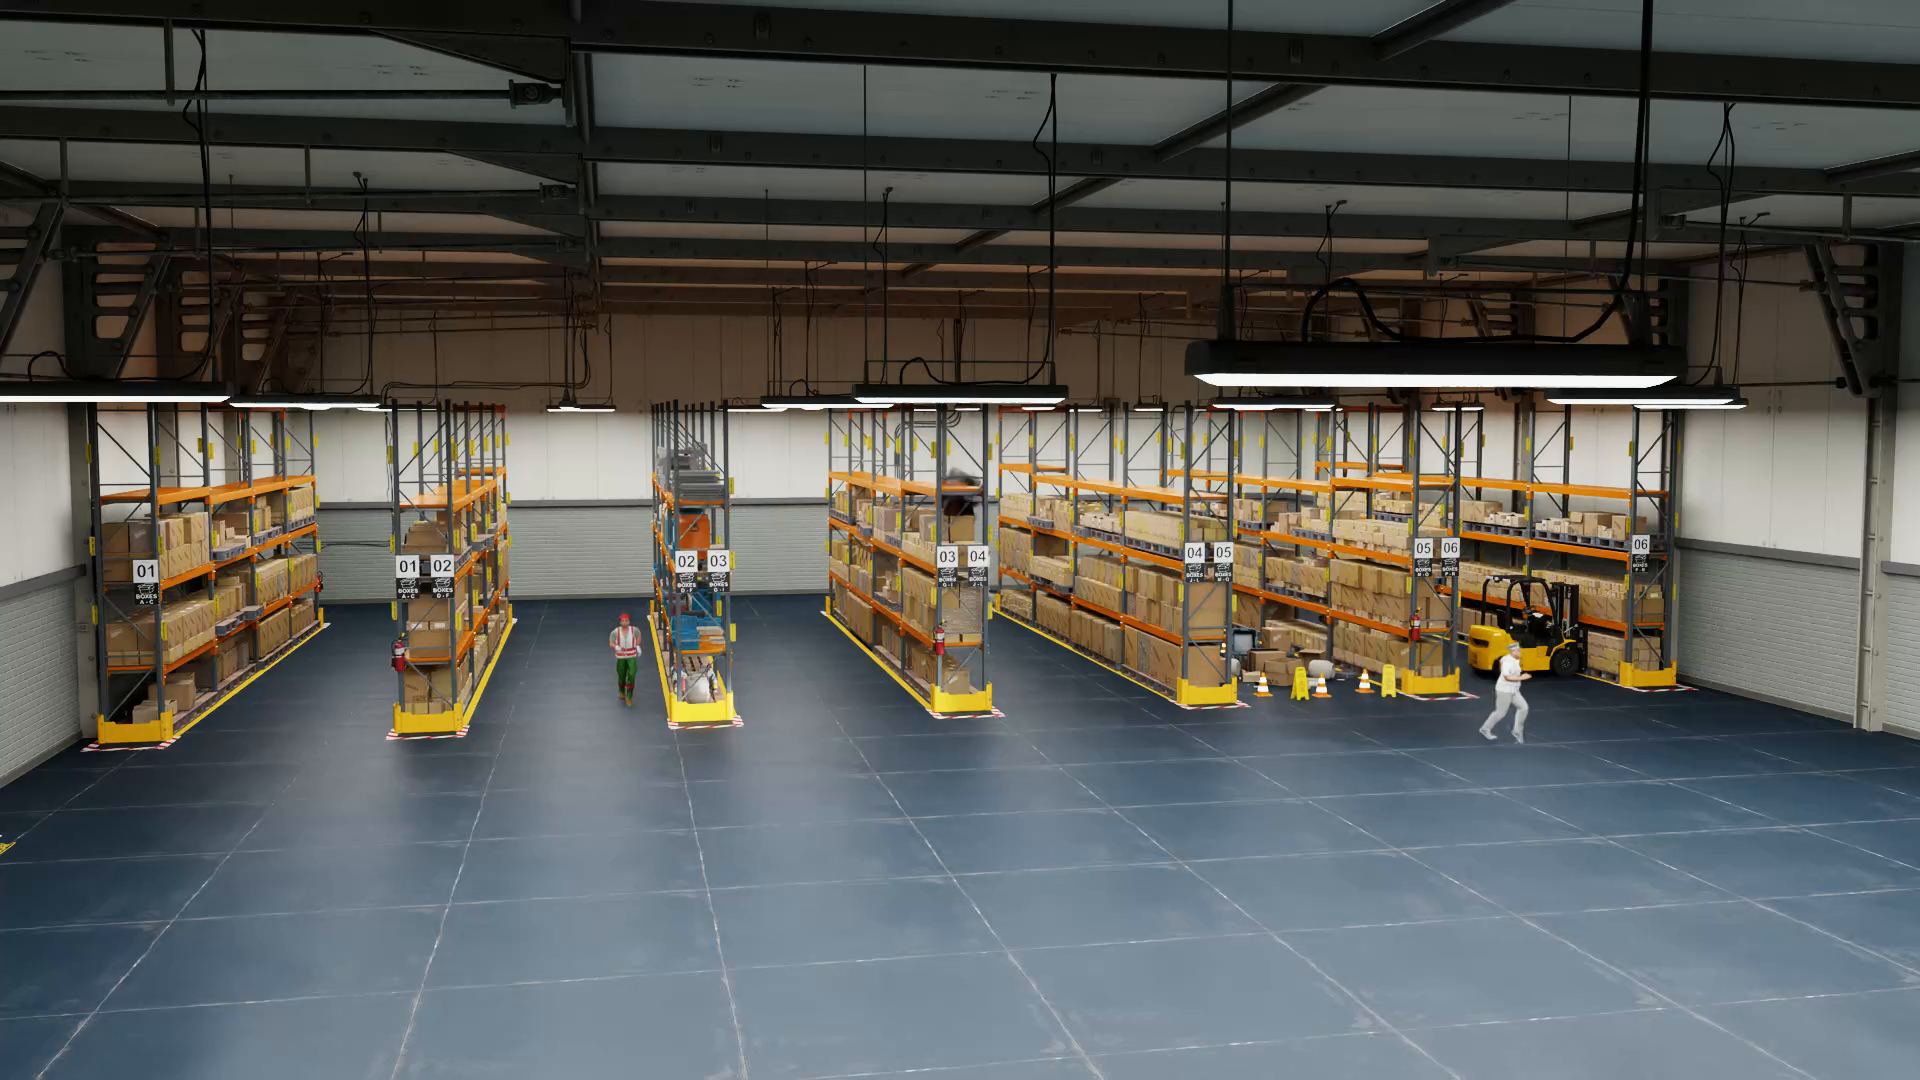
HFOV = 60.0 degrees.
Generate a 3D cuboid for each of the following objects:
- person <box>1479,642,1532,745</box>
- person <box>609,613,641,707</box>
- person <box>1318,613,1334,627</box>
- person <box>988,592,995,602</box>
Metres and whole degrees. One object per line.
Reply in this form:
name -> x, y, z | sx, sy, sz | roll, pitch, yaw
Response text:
person -> 9.523, 2.670, 29.004 | 0.878, 1.832, 0.687 | 3, 5, 32
person -> -6.625, 2.353, 32.926 | 0.608, 1.833, 0.853 | -1, 4, -9
person -> 9.476, 1.672, 42.697 | 0.665, 1.692, 0.546 | -1, 4, -14
person -> 0.581, 1.109, 49.573 | 1.028, 1.725, 0.726 | -1, 4, -13
